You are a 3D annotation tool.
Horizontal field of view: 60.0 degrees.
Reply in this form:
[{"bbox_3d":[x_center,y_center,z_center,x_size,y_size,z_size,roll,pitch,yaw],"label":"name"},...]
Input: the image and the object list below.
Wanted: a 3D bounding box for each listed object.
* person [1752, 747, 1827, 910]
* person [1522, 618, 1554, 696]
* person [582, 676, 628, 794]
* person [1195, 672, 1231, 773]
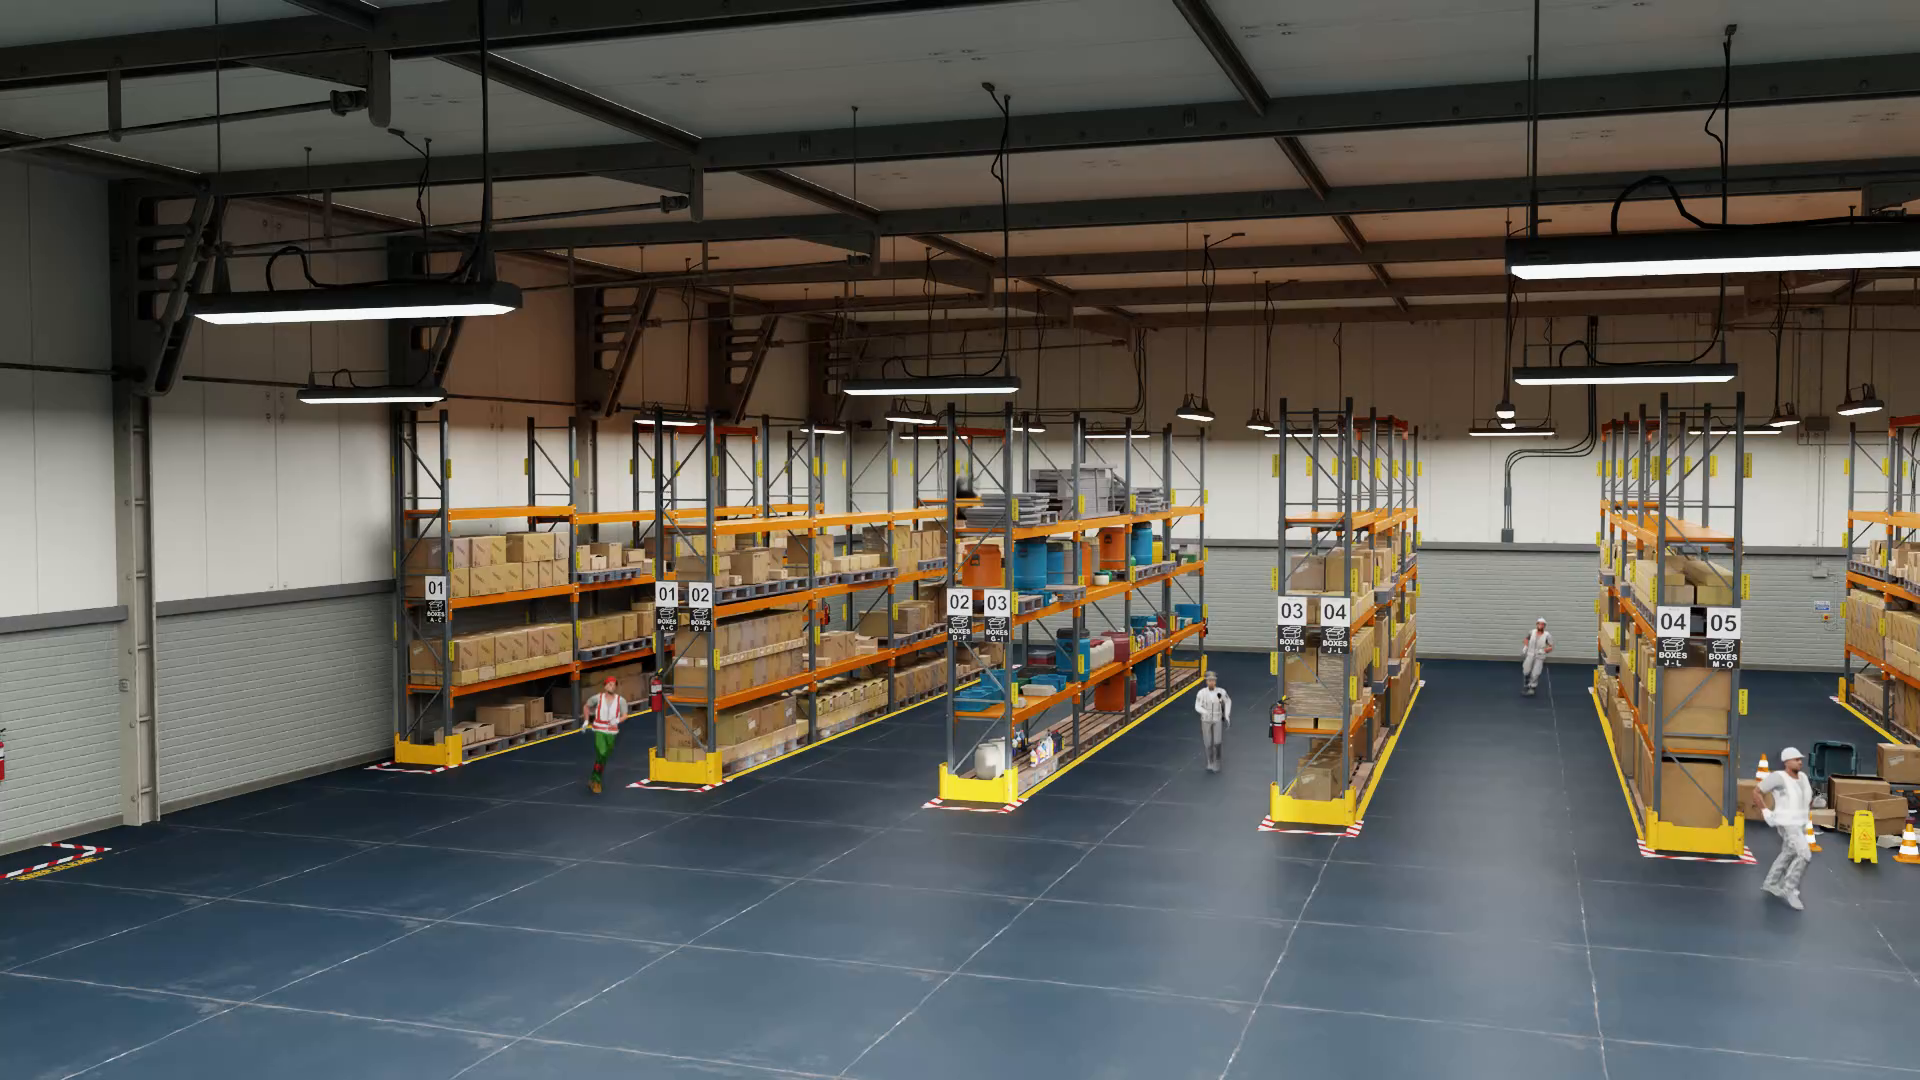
[{"bbox_3d":[9.541,3.295,19.064,0.655,1.830,0.750,-2,3,-33],"label":"person"},{"bbox_3d":[12.612,2.570,36.316,0.689,1.732,0.566,1,3,31],"label":"person"},{"bbox_3d":[-5.496,3.000,25.832,0.688,1.754,0.697,-1,3,-25],"label":"person"},{"bbox_3d":[4.146,2.989,27.281,0.578,1.671,0.722,0,2,11],"label":"person"}]
